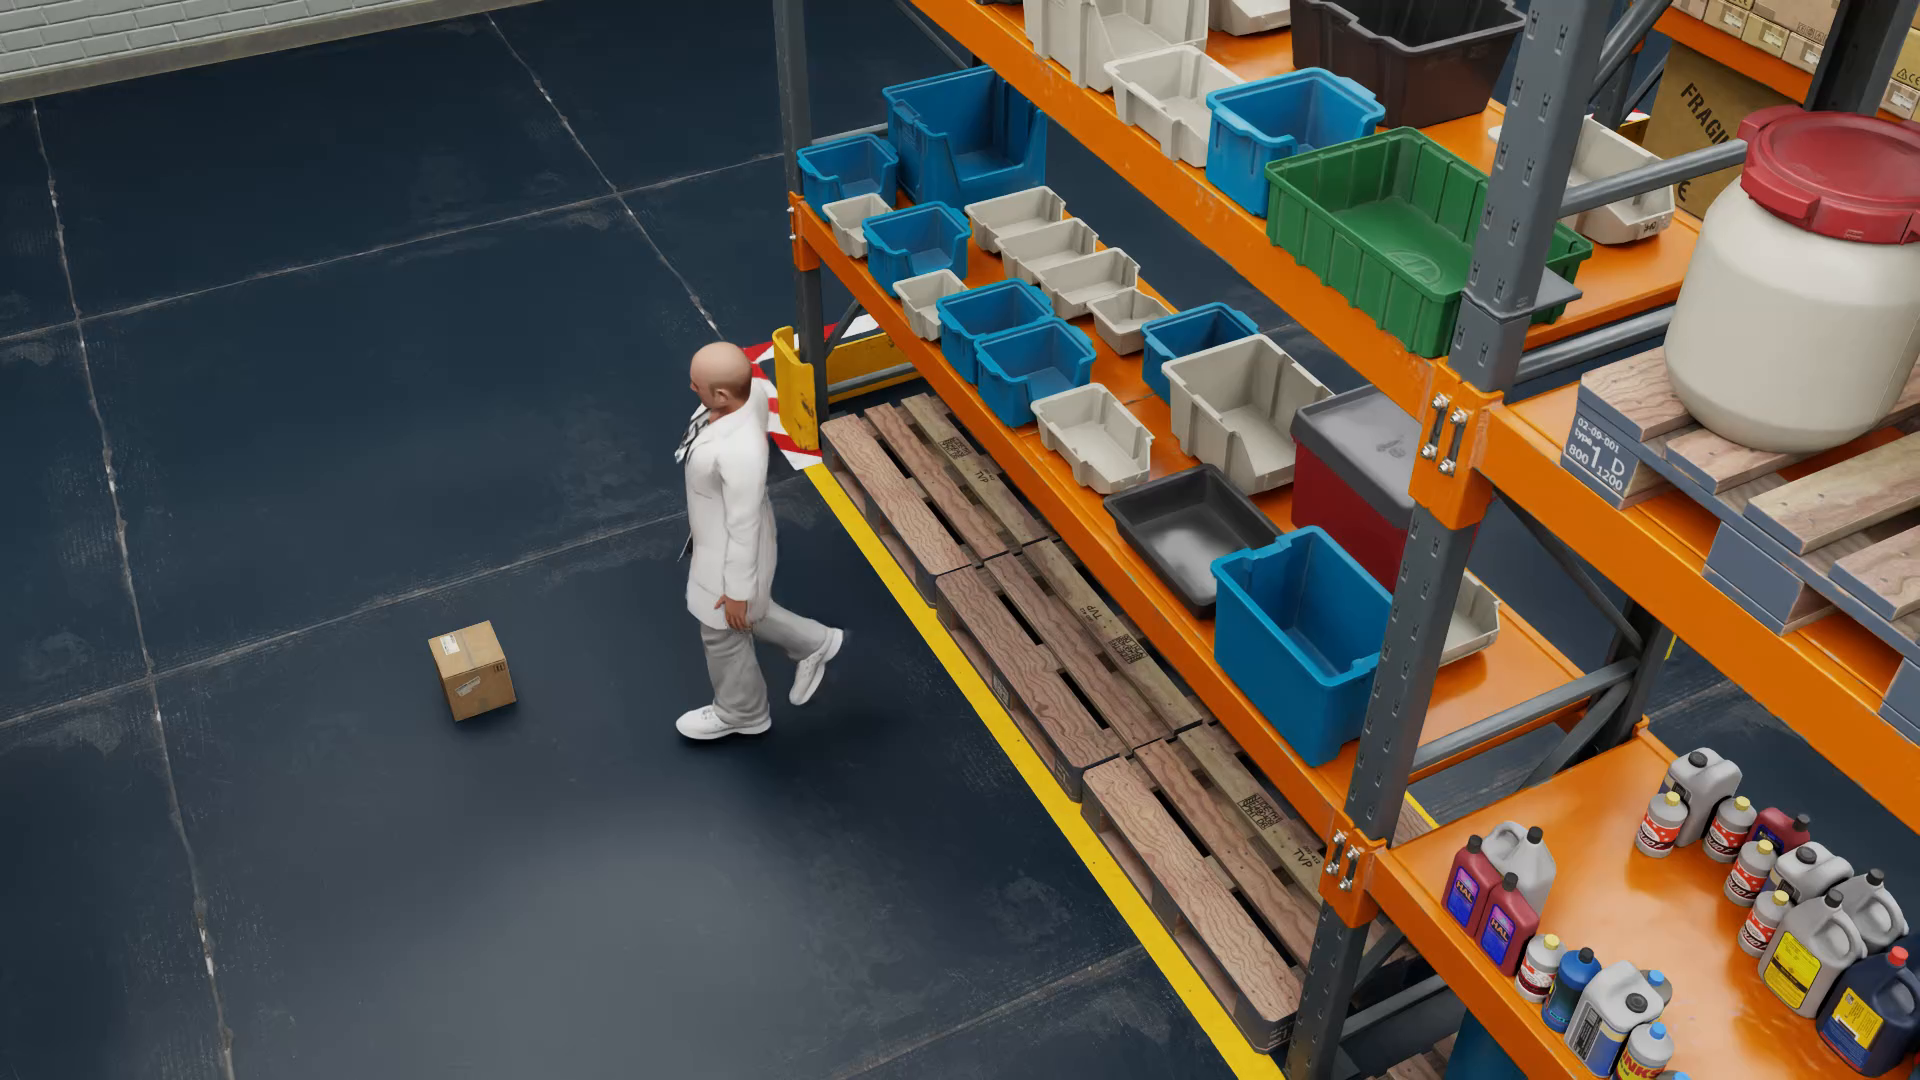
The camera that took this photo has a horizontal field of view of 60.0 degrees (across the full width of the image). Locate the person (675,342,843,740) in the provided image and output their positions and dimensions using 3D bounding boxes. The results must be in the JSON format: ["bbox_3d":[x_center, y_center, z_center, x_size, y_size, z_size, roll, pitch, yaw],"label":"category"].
[{"bbox_3d":[-0.792,0.020,6.124,0.670,1.759,0.626,-2,41,-2],"label":"person"}]
